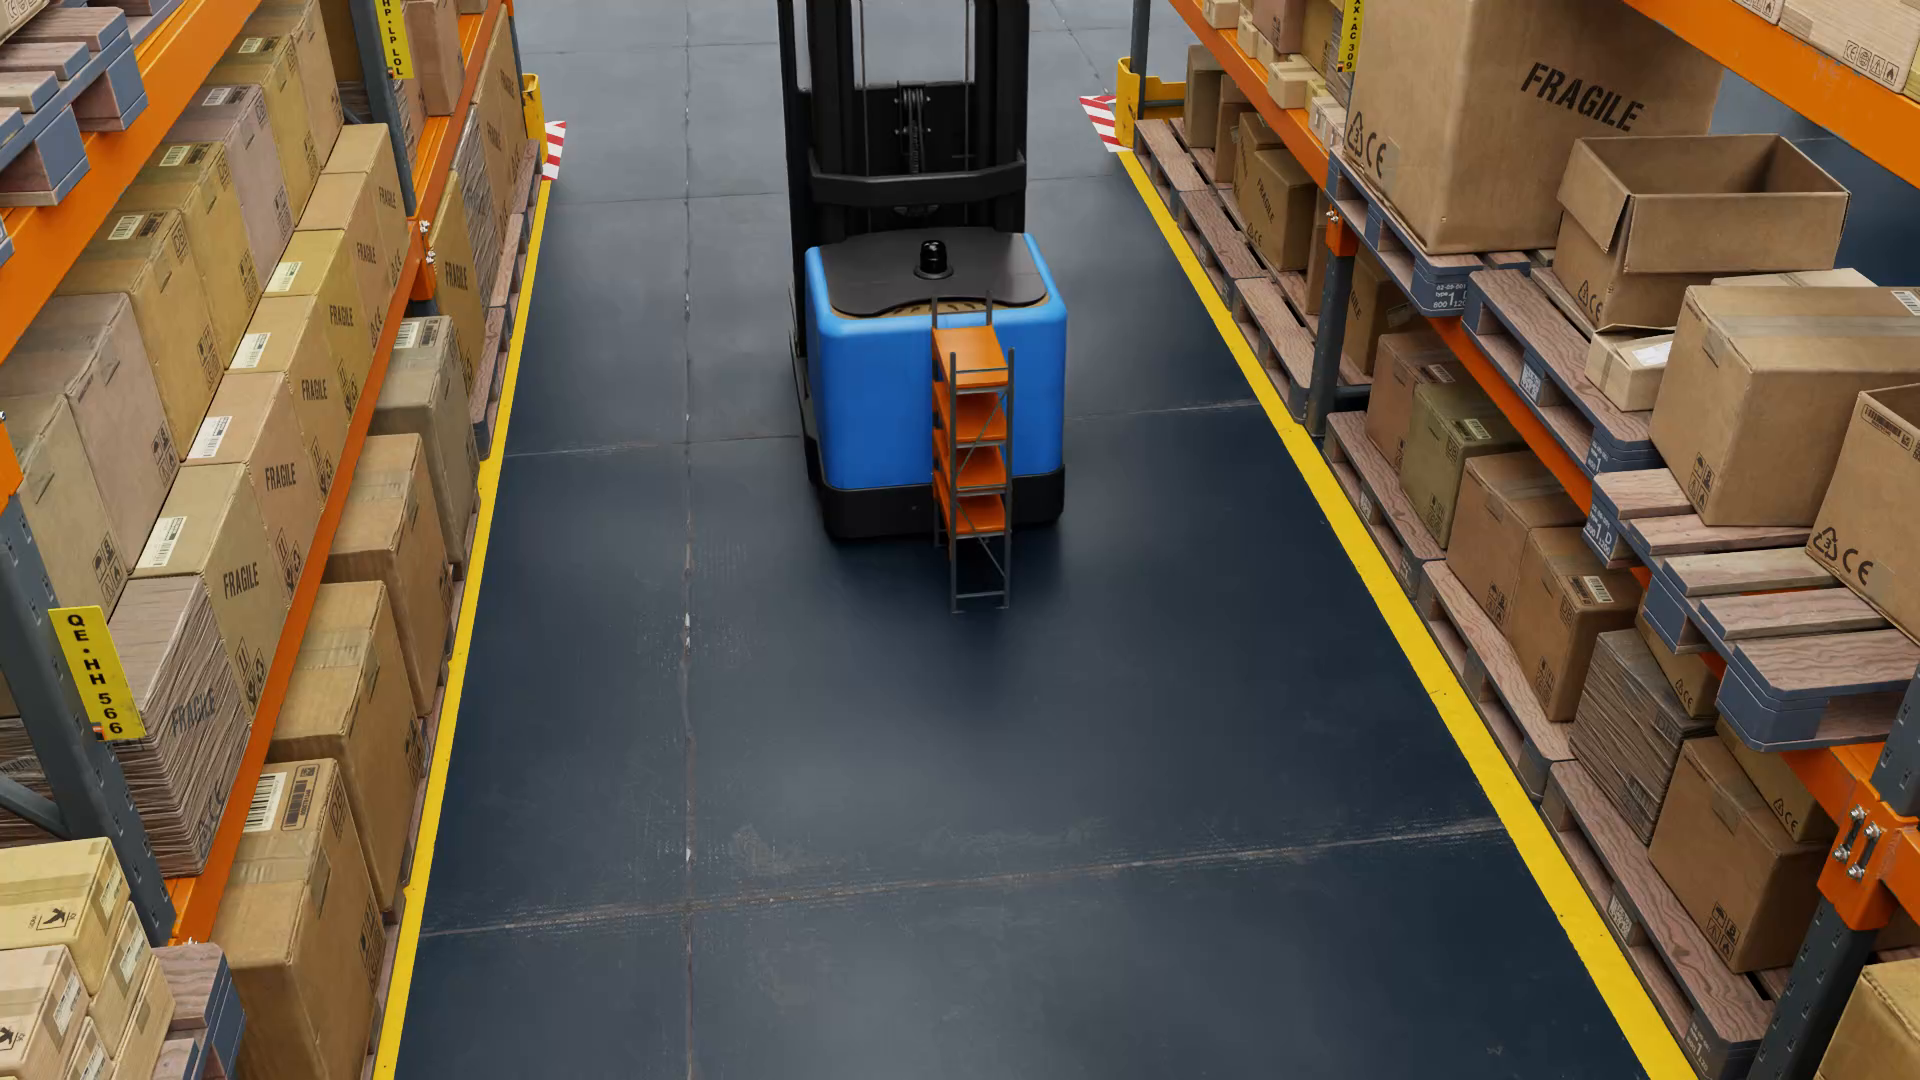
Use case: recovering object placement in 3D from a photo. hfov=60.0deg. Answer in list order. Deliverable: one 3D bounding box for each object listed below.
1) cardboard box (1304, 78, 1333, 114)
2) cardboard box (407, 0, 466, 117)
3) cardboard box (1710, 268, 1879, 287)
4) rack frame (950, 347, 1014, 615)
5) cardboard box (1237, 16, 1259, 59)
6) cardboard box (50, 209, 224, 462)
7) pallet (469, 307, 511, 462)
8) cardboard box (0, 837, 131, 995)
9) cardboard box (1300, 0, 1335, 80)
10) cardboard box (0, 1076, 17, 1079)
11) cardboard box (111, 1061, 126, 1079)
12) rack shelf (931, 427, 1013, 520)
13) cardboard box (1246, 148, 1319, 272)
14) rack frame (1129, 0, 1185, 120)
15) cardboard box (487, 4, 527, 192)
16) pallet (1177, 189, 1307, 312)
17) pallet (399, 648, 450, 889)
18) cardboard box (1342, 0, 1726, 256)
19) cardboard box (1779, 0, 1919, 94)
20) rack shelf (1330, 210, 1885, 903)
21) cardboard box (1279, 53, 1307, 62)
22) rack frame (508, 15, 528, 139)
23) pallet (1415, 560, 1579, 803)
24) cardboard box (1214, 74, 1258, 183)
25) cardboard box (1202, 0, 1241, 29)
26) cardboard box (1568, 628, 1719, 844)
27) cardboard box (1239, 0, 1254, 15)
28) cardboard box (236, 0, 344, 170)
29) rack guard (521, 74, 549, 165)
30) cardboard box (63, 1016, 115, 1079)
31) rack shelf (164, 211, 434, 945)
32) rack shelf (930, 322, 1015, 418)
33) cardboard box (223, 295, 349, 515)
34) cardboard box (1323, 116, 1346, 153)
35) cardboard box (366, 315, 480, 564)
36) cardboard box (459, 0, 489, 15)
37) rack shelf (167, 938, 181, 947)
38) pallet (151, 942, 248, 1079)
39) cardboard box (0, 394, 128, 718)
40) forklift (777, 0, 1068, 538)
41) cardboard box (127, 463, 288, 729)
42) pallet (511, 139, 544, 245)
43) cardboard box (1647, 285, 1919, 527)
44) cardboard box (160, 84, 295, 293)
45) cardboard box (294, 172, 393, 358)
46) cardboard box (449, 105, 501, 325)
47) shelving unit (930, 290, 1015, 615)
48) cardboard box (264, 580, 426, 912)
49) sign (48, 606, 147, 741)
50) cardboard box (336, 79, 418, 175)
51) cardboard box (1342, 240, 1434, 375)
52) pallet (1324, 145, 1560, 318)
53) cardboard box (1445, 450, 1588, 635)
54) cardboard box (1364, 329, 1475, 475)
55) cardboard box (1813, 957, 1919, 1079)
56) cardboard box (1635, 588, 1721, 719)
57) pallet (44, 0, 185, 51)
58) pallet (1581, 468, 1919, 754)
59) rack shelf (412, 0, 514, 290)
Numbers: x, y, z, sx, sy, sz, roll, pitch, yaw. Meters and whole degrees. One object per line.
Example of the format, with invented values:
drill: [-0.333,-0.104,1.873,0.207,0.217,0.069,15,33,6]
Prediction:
cardboard box: [1.853,-2.074,7.853,0.380,0.149,0.250,-4,35,-6]
cardboard box: [-2.871,-2.359,7.914,0.875,0.550,0.550,-4,35,-6]
cardboard box: [2.712,-0.628,5.268,0.500,0.250,0.500,-5,35,-8]
rack frame: [0.082,-0.205,6.485,0.240,1.200,0.015,-5,35,-7]
cardboard box: [1.664,-2.628,8.665,0.380,0.149,0.250,-4,35,-6]
cardboard box: [-2.410,-0.518,4.370,0.700,0.500,0.500,-5,35,-7]
pallet: [-2.782,-0.754,8.169,1.003,0.211,1.213,-4,35,-6]
cardboard box: [-1.699,0.679,2.912,0.380,0.149,0.250,-6,35,-8]
cardboard box: [2.140,-2.497,7.898,0.875,0.500,0.500,-4,35,-6]
cardboard box: [-1.632,0.965,2.492,0.380,0.149,0.250,-3,34,-5]
cardboard box: [-1.666,1.065,2.873,0.380,0.149,0.250,-4,35,-7]
rack shelf: [0.045,-0.285,6.722,0.258,0.148,0.480,-5,35,-7]
cardboard box: [1.911,-1.822,9.107,0.500,0.500,0.500,-7,35,-11]
rack frame: [1.634,-4.028,10.497,1.000,3.000,0.127,-4,35,-6]
cardboard box: [-3.138,-2.631,9.960,0.875,0.875,0.875,-4,34,-6]
pallet: [1.879,-1.698,9.554,1.003,0.211,1.213,-4,35,-6]
pallet: [-2.411,0.783,5.913,1.003,0.211,1.213,-4,35,-6]
cardboard box: [2.140,-1.763,6.268,1.000,1.000,1.000,-4,34,-6]
cardboard box: [2.322,-1.264,3.910,0.500,0.250,0.500,-4,35,-7]
rack shelf: [2.440,-0.382,5.786,1.077,0.370,4.000,-4,35,-6]
cardboard box: [1.806,-2.354,8.264,0.380,0.149,0.250,-4,35,-6]
rack frame: [-3.295,-3.708,10.028,1.000,3.000,0.127,-4,35,-6]
pallet: [2.445,0.473,6.368,1.003,0.211,1.213,-4,35,-6]
cardboard box: [1.815,-2.488,10.083,0.500,0.500,0.500,4,35,6]
cardboard box: [1.541,-2.902,9.068,0.380,0.149,0.250,-4,35,-6]
cardboard box: [2.512,0.607,5.525,0.700,0.500,0.500,-7,35,-10]
cardboard box: [1.947,-3.051,8.710,0.875,0.500,0.500,-4,35,-6]
cardboard box: [-2.684,-1.654,6.037,0.700,0.500,0.500,-5,35,-7]
rack guard: [-3.298,-2.689,10.752,1.175,0.500,0.348,-4,35,-6]
cardboard box: [-1.664,0.953,2.774,0.380,0.149,0.250,-3,34,-5]
rack shelf: [-2.488,-0.063,5.318,1.077,0.370,4.000,-4,35,-6]
rack shelf: [0.045,-0.665,6.463,0.258,0.148,0.480,-5,35,-7]
cardboard box: [-2.215,-0.400,5.084,0.500,0.500,0.500,-5,35,-7]
cardboard box: [1.851,-1.789,7.435,0.380,0.149,0.250,-4,35,-6]
cardboard box: [-2.584,-0.381,6.770,1.050,0.750,0.750,-5,35,-7]
cardboard box: [-3.105,-3.262,9.239,0.875,0.550,0.550,-4,35,-6]
rack shelf: [-1.950,2.169,2.042,1.077,0.370,4.000,-4,35,-6]
pallet: [-2.018,1.225,2.960,1.213,0.211,1.003,-4,35,-6]
cardboard box: [-2.270,0.050,3.536,0.700,0.500,0.500,-5,35,-7]
forklift: [-0.280,-2.038,7.638,1.130,2.935,3.031,-5,35,-7]
cardboard box: [-2.083,0.160,4.263,0.500,0.500,0.500,-5,35,-7]
pallet: [-3.110,-2.116,10.167,1.003,0.211,1.213,-4,35,-6]
cardboard box: [2.423,-0.381,4.683,0.700,0.500,0.500,0,34,1]
cardboard box: [-2.546,-1.085,5.202,0.700,0.500,0.500,-4,34,-6]
cardboard box: [-2.354,-0.965,5.913,0.500,0.500,0.500,-5,35,-7]
cardboard box: [-2.897,-1.631,8.493,0.875,0.875,0.875,-4,34,-6]
shelving unit: [0.045,-0.340,6.684,0.258,1.200,0.503,-5,35,-7]
cardboard box: [-2.333,0.678,5.217,1.050,0.750,0.750,-4,34,-6]
sign: [-1.683,0.264,3.242,0.100,0.325,0.005,-4,35,-6]
cardboard box: [-2.818,-1.743,7.011,0.875,0.550,0.550,-4,35,-6]
cardboard box: [2.157,-1.162,8.139,0.500,0.500,0.500,-5,35,-8]
pallet: [2.130,-1.279,6.633,1.003,0.211,1.213,-4,35,-6]
cardboard box: [2.354,-0.020,6.445,0.700,0.500,0.500,-7,35,-10]
cardboard box: [2.233,-0.600,7.296,0.700,0.500,0.500,-7,35,-10]
cardboard box: [2.782,1.528,3.859,1.225,0.875,0.875,-6,35,-9]
cardboard box: [2.508,0.311,5.293,0.500,0.250,0.500,-1,34,-1]
pallet: [-2.512,-1.385,4.123,1.003,0.211,1.213,-3,34,-4]
pallet: [2.508,0.126,4.572,1.213,0.211,1.003,-4,35,-6]
rack shelf: [-3.026,-2.295,8.593,1.077,0.370,4.000,-4,35,-6]
